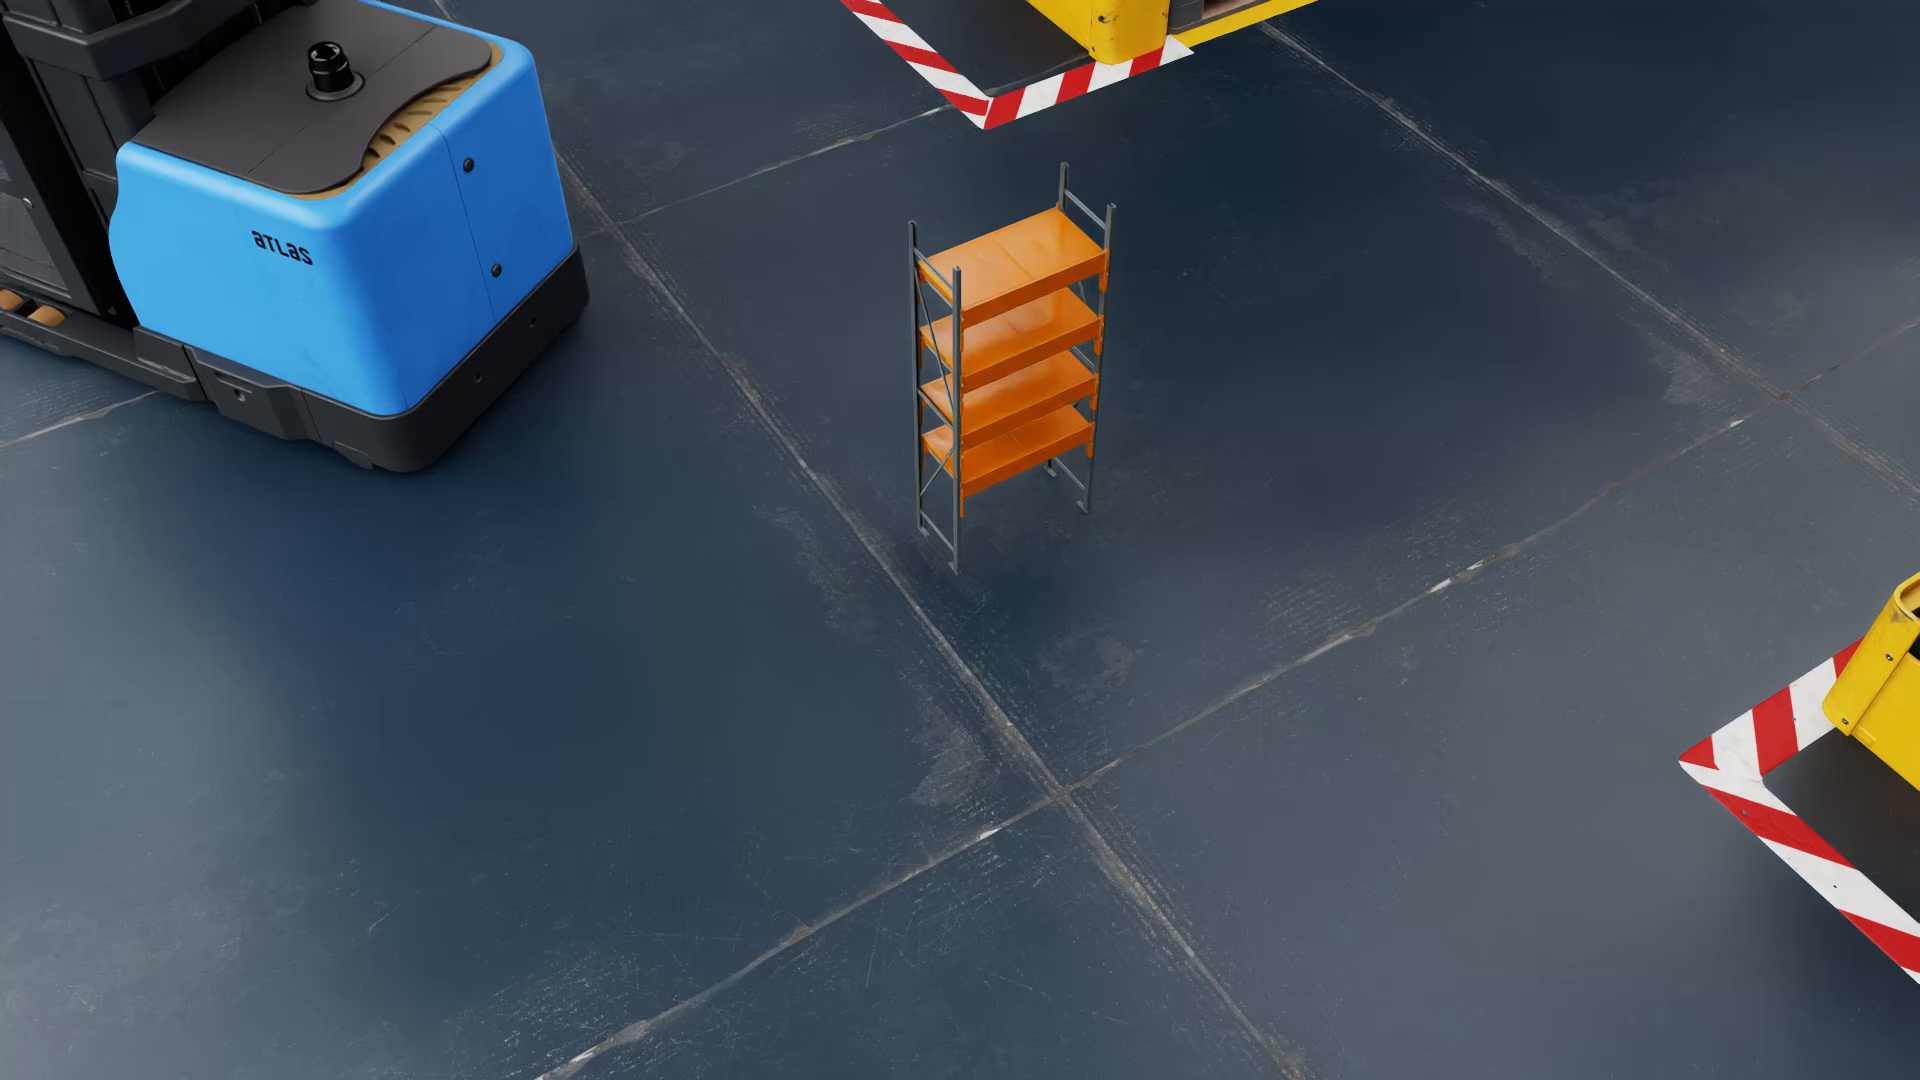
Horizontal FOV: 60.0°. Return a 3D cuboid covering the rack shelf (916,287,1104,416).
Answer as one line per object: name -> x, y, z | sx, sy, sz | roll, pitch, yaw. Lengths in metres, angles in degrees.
rack shelf -> 0.140, -0.569, 4.744 | 0.480, 0.148, 0.258 | -25, 53, -21

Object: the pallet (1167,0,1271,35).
pallet -> 1.158, -2.802, 7.604 | 1.213, 0.211, 1.003 | -25, 53, -21

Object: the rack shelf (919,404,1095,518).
rack shelf -> 0.140, -0.288, 5.059 | 0.480, 0.148, 0.258 | -25, 53, -21

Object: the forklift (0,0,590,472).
forklift -> -2.874, -1.962, 5.035 | 3.031, 2.935, 1.130 | 20, 51, 17

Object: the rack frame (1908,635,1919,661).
rack frame -> 2.948, -0.225, 3.442 | 0.127, 3.000, 1.000 | -25, 53, -21

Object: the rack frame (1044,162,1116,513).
rack frame -> 0.346, -0.562, 4.947 | 0.015, 1.200, 0.240 | -25, 53, -21

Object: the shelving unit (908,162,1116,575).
shelving unit -> 0.140, -0.465, 4.861 | 0.503, 1.200, 0.258 | -25, 53, -21

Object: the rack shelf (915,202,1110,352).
rack shelf -> 0.140, -0.726, 4.567 | 0.480, 0.148, 0.258 | -25, 53, -21

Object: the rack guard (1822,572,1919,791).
rack guard -> 2.928, 0.616, 4.367 | 0.348, 0.500, 1.175 | -25, 53, -21

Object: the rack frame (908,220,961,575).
rack frame -> -0.066, -0.368, 4.774 | 0.015, 1.200, 0.240 | -25, 53, -21

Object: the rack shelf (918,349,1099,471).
rack shelf -> 0.140, -0.420, 4.911 | 0.480, 0.148, 0.258 | -25, 53, -21

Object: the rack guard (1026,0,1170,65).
rack guard -> 0.452, -2.597, 7.228 | 0.348, 0.500, 1.175 | -25, 53, -21
